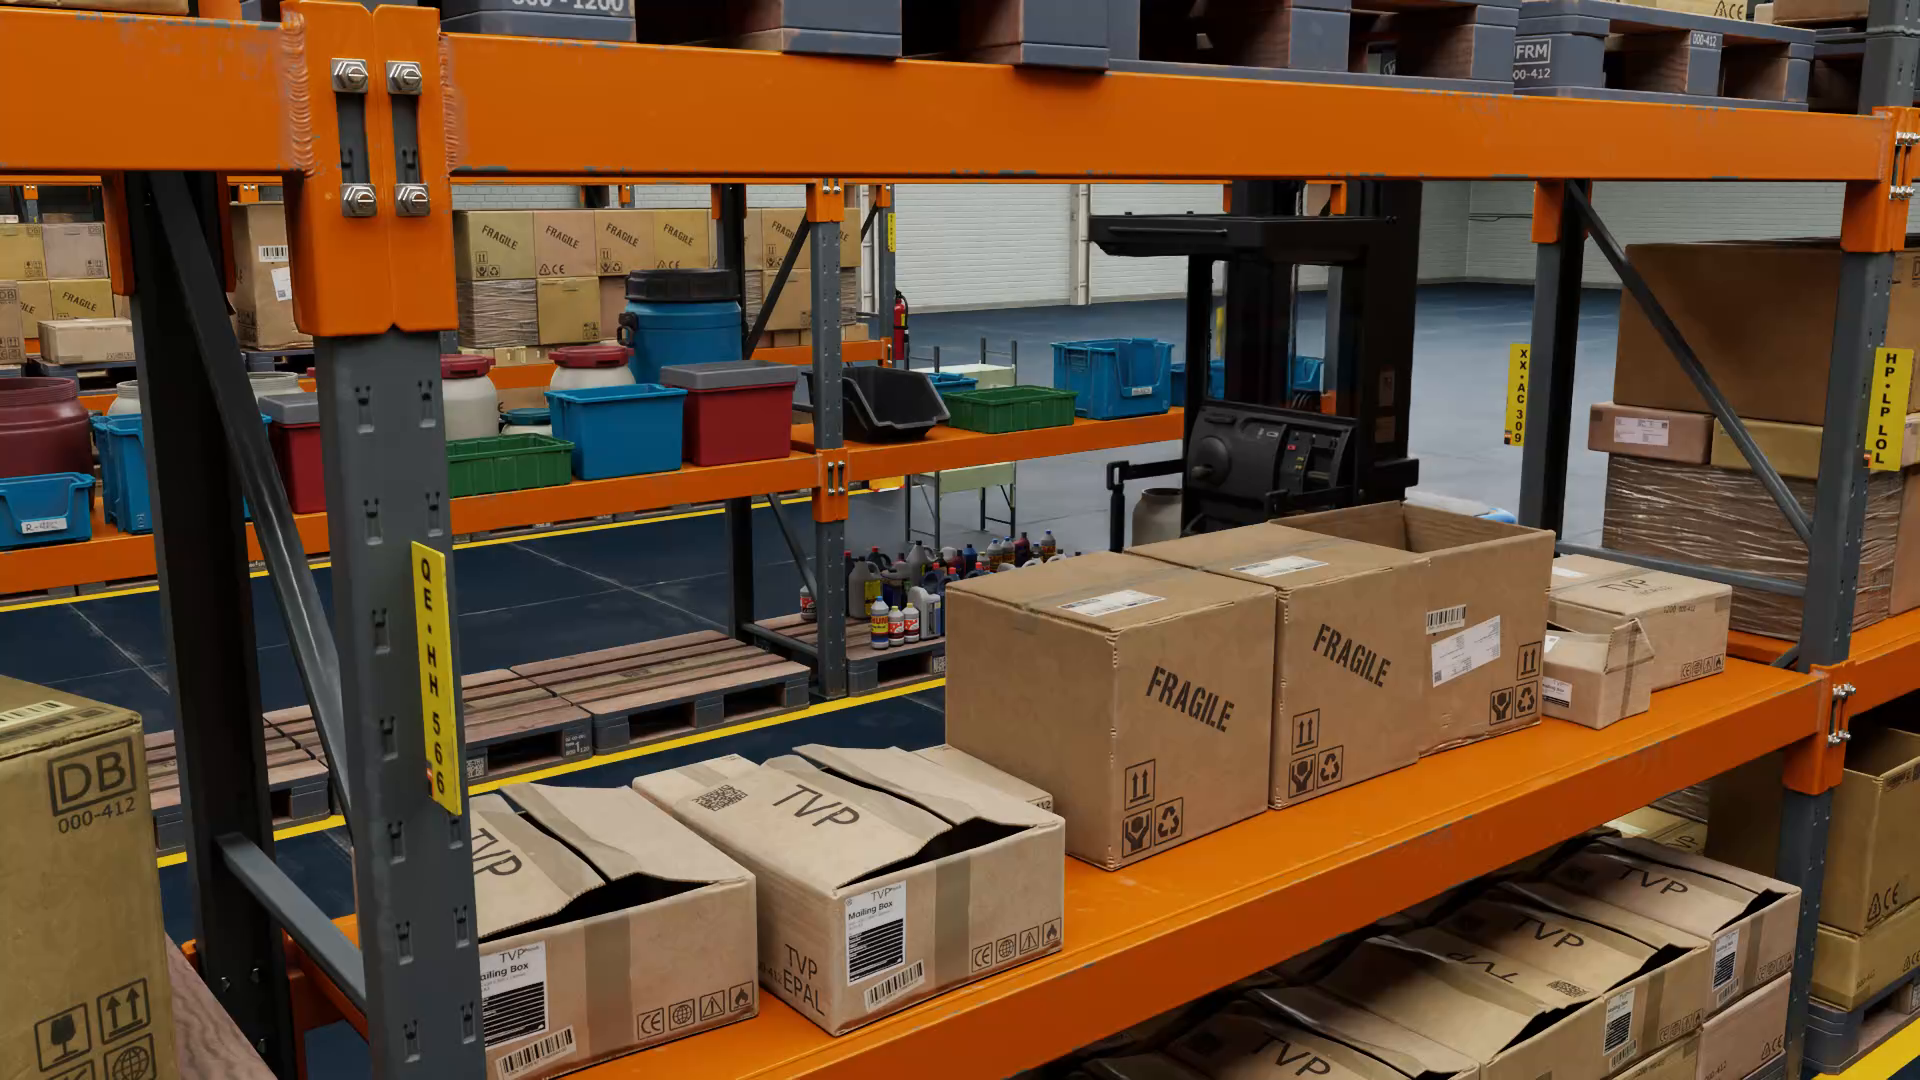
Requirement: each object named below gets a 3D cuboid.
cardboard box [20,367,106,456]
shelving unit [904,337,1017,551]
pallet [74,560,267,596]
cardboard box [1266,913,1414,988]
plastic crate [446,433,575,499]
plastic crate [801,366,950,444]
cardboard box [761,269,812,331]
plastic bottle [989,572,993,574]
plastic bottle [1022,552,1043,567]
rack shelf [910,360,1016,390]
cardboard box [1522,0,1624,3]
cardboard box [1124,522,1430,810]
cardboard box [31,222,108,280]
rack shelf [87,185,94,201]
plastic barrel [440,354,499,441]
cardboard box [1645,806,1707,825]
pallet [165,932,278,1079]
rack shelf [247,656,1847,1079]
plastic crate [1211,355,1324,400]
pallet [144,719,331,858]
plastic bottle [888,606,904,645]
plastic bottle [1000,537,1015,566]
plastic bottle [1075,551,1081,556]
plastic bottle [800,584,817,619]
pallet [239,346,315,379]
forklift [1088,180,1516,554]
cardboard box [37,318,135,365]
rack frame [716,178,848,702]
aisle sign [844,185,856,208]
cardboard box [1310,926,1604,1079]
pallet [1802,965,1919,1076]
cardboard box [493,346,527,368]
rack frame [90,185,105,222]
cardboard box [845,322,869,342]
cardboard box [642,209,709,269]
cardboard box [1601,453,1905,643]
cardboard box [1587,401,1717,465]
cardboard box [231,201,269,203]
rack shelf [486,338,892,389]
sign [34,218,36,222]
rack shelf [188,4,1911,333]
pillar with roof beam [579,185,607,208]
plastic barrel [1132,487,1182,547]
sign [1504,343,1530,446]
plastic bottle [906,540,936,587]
[{"bbox_3d":[-8.249,-1.220,15.558,0.750,0.750,1.050,-9,15,-38],"label":"cardboard box"},{"bbox_3d":[0.005,-0.735,12.477,0.755,1.500,0.431,-9,15,-38],"label":"shelving unit"},{"bbox_3d":[-5.606,0.107,11.616,1.213,0.211,1.003,-9,15,-38],"label":"pallet"},{"bbox_3d":[0.864,1.100,4.486,0.500,0.311,0.500,-10,16,-40],"label":"cardboard box"},{"bbox_3d":[-2.135,-0.339,7.512,0.662,0.188,0.450,-9,15,-38],"label":"plastic crate"},{"bbox_3d":[-0.463,-0.731,8.999,0.504,0.338,0.767,-9,15,-38],"label":"plastic crate"},{"bbox_3d":[-1.684,-2.079,14.243,0.500,0.500,0.875,-9,15,-38],"label":"cardboard box"},{"bbox_3d":[0.177,0.318,9.417,0.097,0.271,0.097,0,12,0],"label":"plastic bottle"},{"bbox_3d":[0.418,0.250,9.550,0.185,0.351,0.144,-10,15,-38],"label":"plastic bottle"},{"bbox_3d":[0.005,-1.116,12.396,0.720,0.370,0.431,-9,15,-38],"label":"rack shelf"},{"bbox_3d":[1.226,-1.359,3.937,0.500,0.250,0.500,-11,17,-43],"label":"cardboard box"},{"bbox_3d":[0.728,0.271,3.888,0.500,0.500,0.500,-9,15,-38],"label":"cardboard box"},{"bbox_3d":[-8.244,-2.675,15.356,0.500,0.500,0.700,-9,15,-37],"label":"cardboard box"},{"bbox_3d":[-11.798,-3.980,18.663,4.000,0.370,1.077,-9,15,-38],"label":"rack shelf"},{"bbox_3d":[-2.408,-0.597,7.890,0.433,0.535,0.433,0,12,0],"label":"plastic barrel"},{"bbox_3d":[2.762,1.071,5.974,0.500,0.250,0.500,-9,15,-38],"label":"cardboard box"},{"bbox_3d":[-1.469,0.802,2.091,1.003,0.211,1.213,-9,15,-38],"label":"pallet"},{"bbox_3d":[0.578,0.701,3.836,4.000,0.370,1.077,-9,15,-38],"label":"rack shelf"},{"bbox_3d":[1.968,-1.047,10.695,0.616,0.251,0.499,-9,15,-38],"label":"plastic crate"},{"bbox_3d":[-3.446,1.075,7.058,1.213,0.211,1.003,-9,15,-38],"label":"pallet"},{"bbox_3d":[-0.349,0.456,8.936,0.097,0.201,0.097,0,12,0],"label":"plastic bottle"},{"bbox_3d":[0.294,0.116,10.372,0.097,0.271,0.097,0,12,0],"label":"plastic bottle"},{"bbox_3d":[0.731,0.201,9.941,0.133,0.283,0.061,-9,15,-38],"label":"plastic bottle"},{"bbox_3d":[-0.863,0.342,9.474,0.097,0.201,0.097,0,12,0],"label":"plastic bottle"},{"bbox_3d":[-4.733,-1.348,12.217,1.213,0.211,1.003,-9,15,-38],"label":"pallet"},{"bbox_3d":[1.253,-0.423,7.563,3.031,2.935,1.130,-9,15,-36],"label":"forklift"},{"bbox_3d":[-5.717,-1.310,10.929,0.500,0.250,0.500,-10,16,-39],"label":"cardboard box"},{"bbox_3d":[-0.951,-0.714,8.769,0.127,3.000,1.000,-9,15,-38],"label":"rack frame"},{"bbox_3d":[-1.061,-3.365,14.994,0.004,0.787,0.394,-9,15,-38],"label":"aisle sign"},{"bbox_3d":[1.209,1.187,4.075,0.500,0.311,0.500,-9,15,-38],"label":"cardboard box"},{"bbox_3d":[2.787,1.358,5.727,1.213,0.211,1.003,-9,15,-38],"label":"pallet"},{"bbox_3d":[-3.486,-1.404,12.623,0.250,0.149,0.380,-9,15,-38],"label":"cardboard box"},{"bbox_3d":[-10.236,-3.125,20.122,0.127,3.000,1.000,-9,15,-38],"label":"rack frame"},{"bbox_3d":[-1.016,-1.843,14.691,0.250,0.149,0.380,-9,15,-38],"label":"cardboard box"},{"bbox_3d":[-2.372,-2.415,13.414,0.500,0.500,0.500,-9,15,-38],"label":"cardboard box"},{"bbox_3d":[2.483,-0.018,5.249,0.500,0.500,0.700,-10,16,-39],"label":"cardboard box"},{"bbox_3d":[2.219,-0.346,5.236,0.250,0.149,0.380,-9,15,-38],"label":"cardboard box"},{"bbox_3d":[-8.936,-3.954,20.662,0.500,0.500,0.700,-10,15,-39],"label":"cardboard box"},{"bbox_3d":[-2.484,-1.425,13.849,4.000,0.370,1.077,-9,15,-38],"label":"rack shelf"},{"bbox_3d":[-12.994,-4.370,23.391,0.005,0.325,0.100,-9,15,-38],"label":"sign"},{"bbox_3d":[0.578,-0.766,3.525,4.000,0.370,1.077,-9,15,-38],"label":"rack shelf"},{"bbox_3d":[-3.949,-7.519,26.374,0.400,9.000,9.100,-9,15,-38],"label":"pillar with roof beam"},{"bbox_3d":[1.315,-0.059,10.662,0.421,0.512,0.421,0,12,0],"label":"plastic barrel"},{"bbox_3d":[1.792,-0.462,5.308,0.005,0.325,0.100,-9,15,-38],"label":"sign"},{"bbox_3d":[-0.226,0.170,9.927,0.185,0.351,0.144,-10,15,-38],"label":"plastic bottle"}]
